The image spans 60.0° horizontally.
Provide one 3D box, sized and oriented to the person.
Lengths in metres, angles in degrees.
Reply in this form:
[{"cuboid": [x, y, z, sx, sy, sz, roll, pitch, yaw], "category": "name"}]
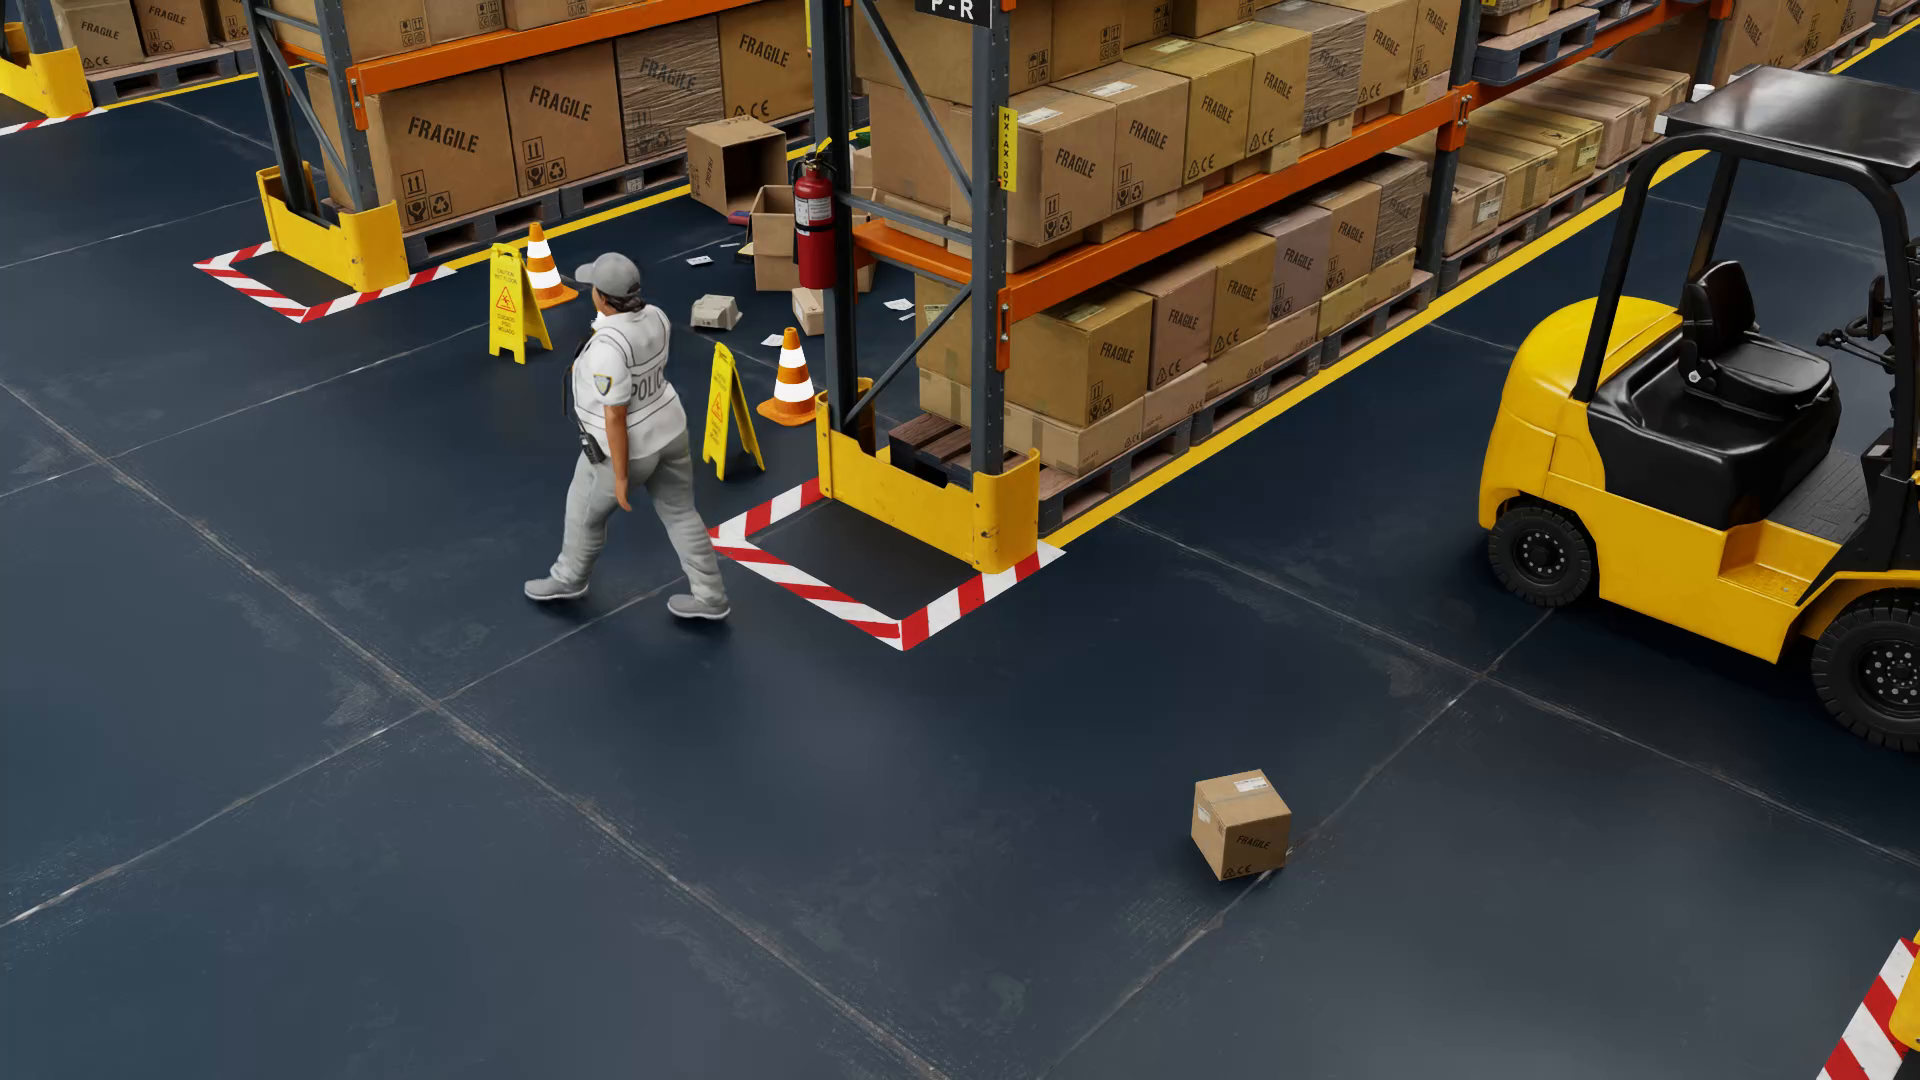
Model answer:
[{"cuboid": [-1.410, -0.434, 6.814, 0.921, 1.619, 0.517, 18, 36, 27], "category": "person"}]
